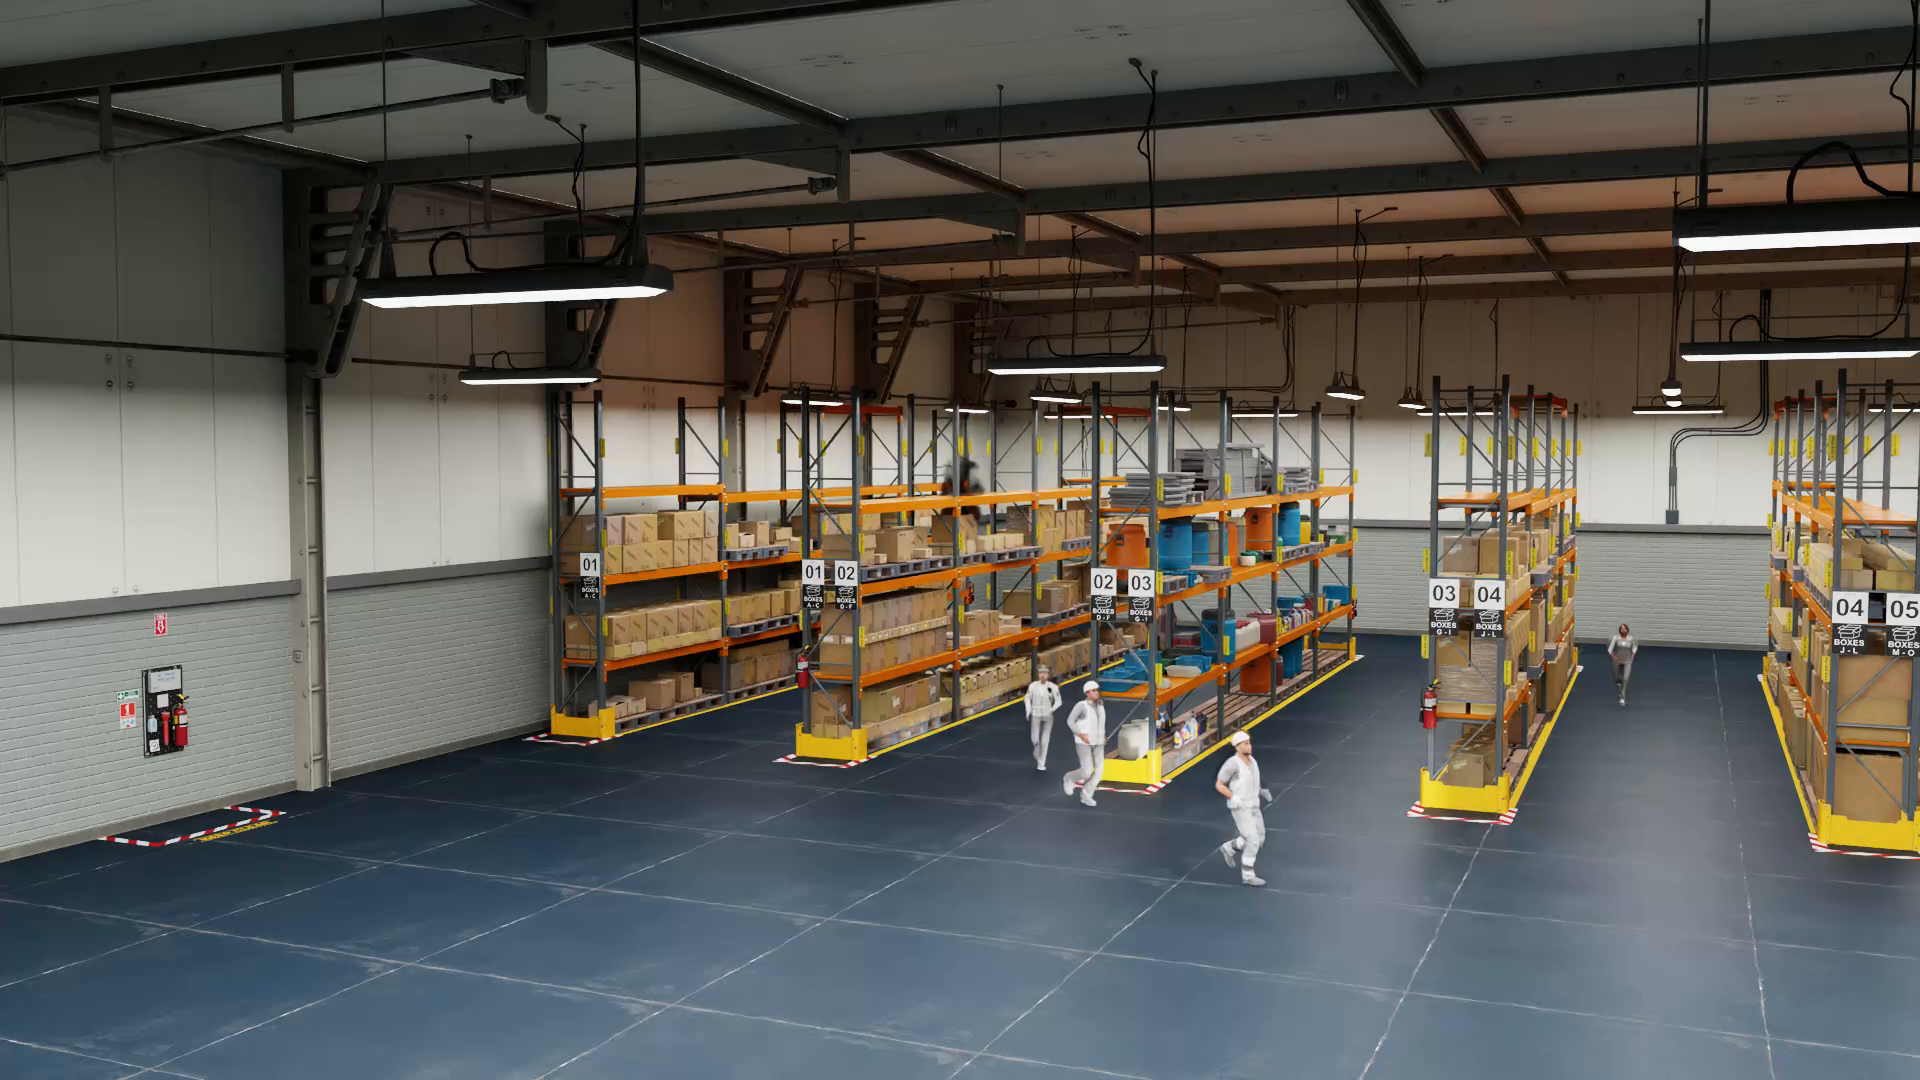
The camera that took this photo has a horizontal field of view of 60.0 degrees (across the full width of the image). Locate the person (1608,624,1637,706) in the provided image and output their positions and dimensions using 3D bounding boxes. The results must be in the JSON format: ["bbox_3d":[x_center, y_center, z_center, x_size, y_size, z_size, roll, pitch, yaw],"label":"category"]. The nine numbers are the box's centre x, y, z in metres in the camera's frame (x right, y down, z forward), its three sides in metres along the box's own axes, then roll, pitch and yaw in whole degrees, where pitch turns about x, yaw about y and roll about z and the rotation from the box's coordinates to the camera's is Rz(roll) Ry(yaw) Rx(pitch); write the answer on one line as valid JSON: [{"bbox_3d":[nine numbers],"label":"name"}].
[{"bbox_3d":[13.042,2.440,32.740,0.527,1.567,0.904,1,3,25],"label":"person"}]

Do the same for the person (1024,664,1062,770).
[{"bbox_3d":[1.287,2.750,25.920,0.600,1.650,0.540,0,3,8],"label":"person"}]

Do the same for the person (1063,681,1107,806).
[{"bbox_3d":[1.808,2.850,23.499,0.687,1.733,0.595,-2,4,-34],"label":"person"}]

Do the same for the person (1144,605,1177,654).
[{"bbox_3d":[4.379,2.201,36.663,0.709,1.582,0.718,1,3,18],"label":"person"}]

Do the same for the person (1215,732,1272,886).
[{"bbox_3d":[3.234,3.074,19.140,0.659,1.741,0.709,-3,4,-43],"label":"person"}]
